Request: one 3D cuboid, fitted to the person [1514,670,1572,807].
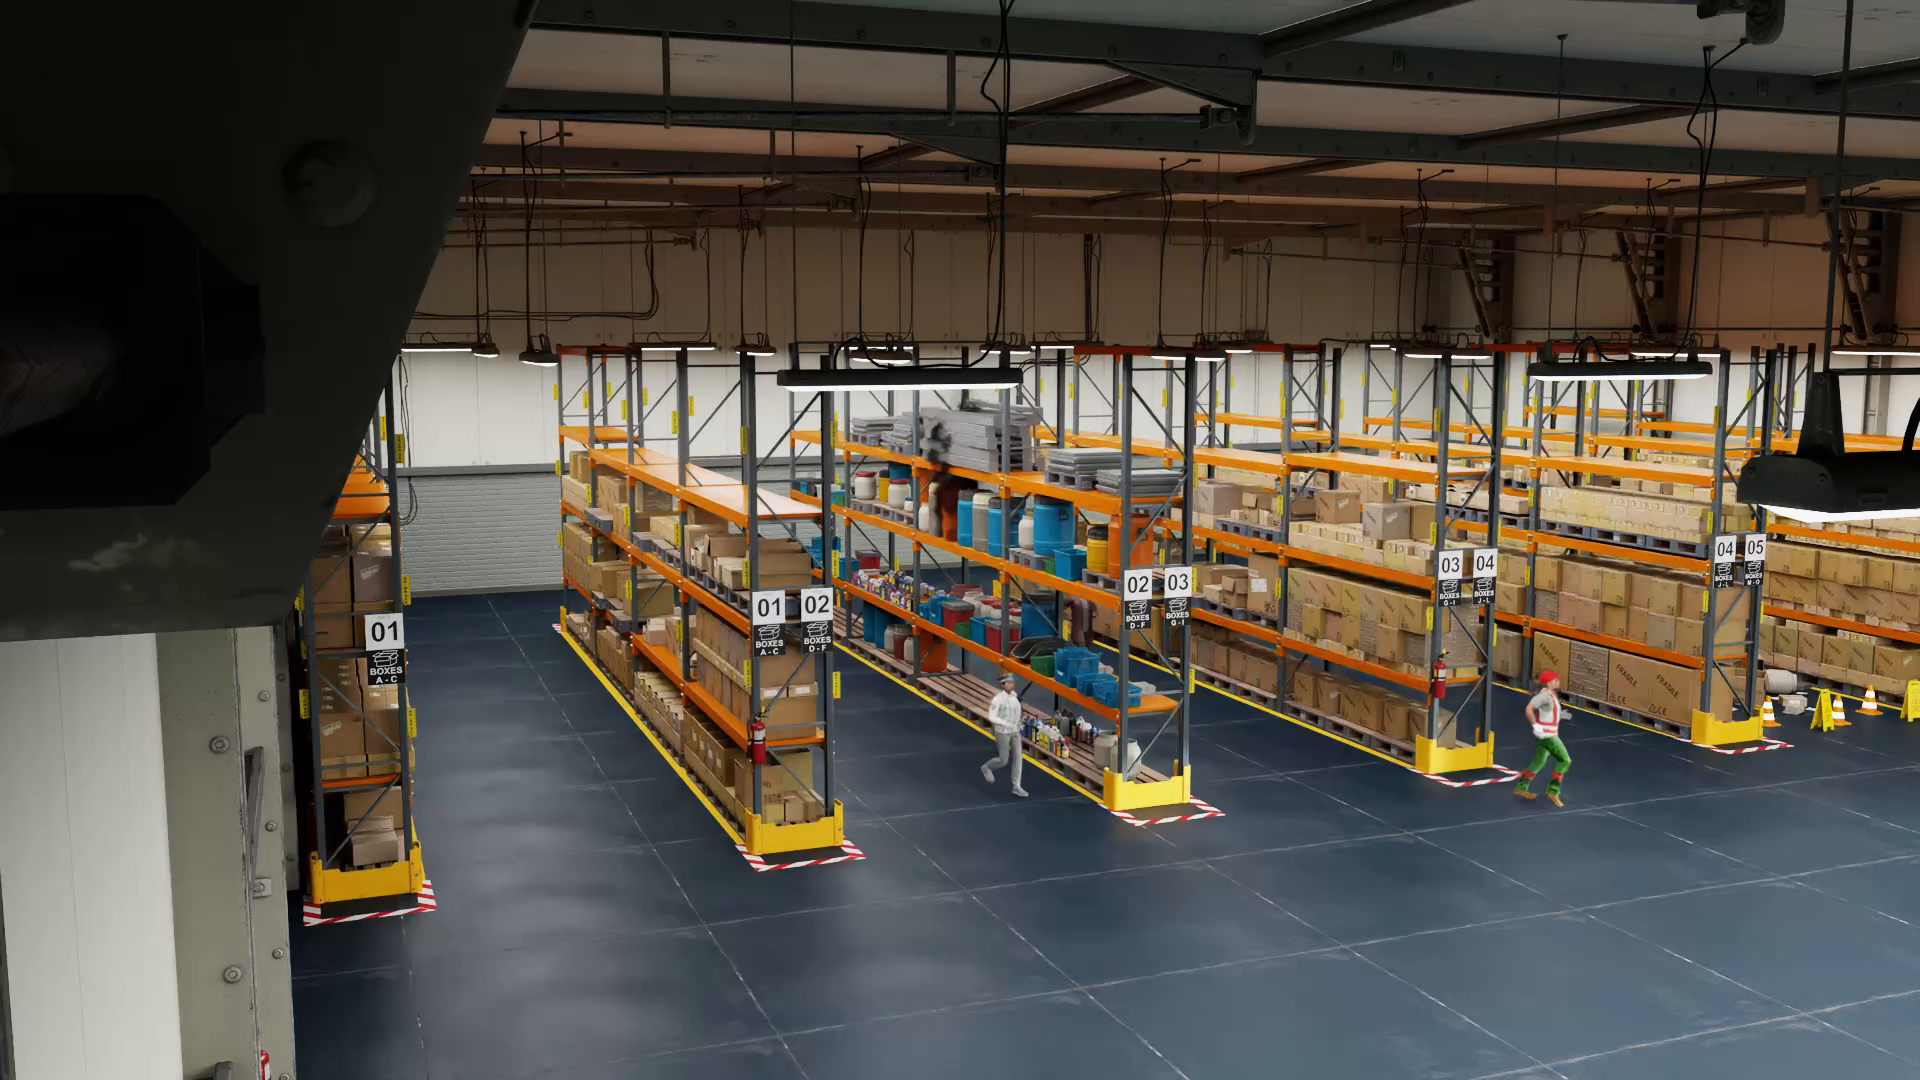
[{"bbox_3d":[7.808,2.638,22.254,0.692,1.825,0.652,2,8,15],"label":"person"}]

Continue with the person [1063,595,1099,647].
[{"bbox_3d":[2.172,1.650,29.906,0.694,1.822,0.877,-4,8,-27],"label":"person"}]

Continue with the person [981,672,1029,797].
[{"bbox_3d":[0.637,2.613,22.656,0.625,1.669,0.848,-6,10,-41],"label":"person"}]
